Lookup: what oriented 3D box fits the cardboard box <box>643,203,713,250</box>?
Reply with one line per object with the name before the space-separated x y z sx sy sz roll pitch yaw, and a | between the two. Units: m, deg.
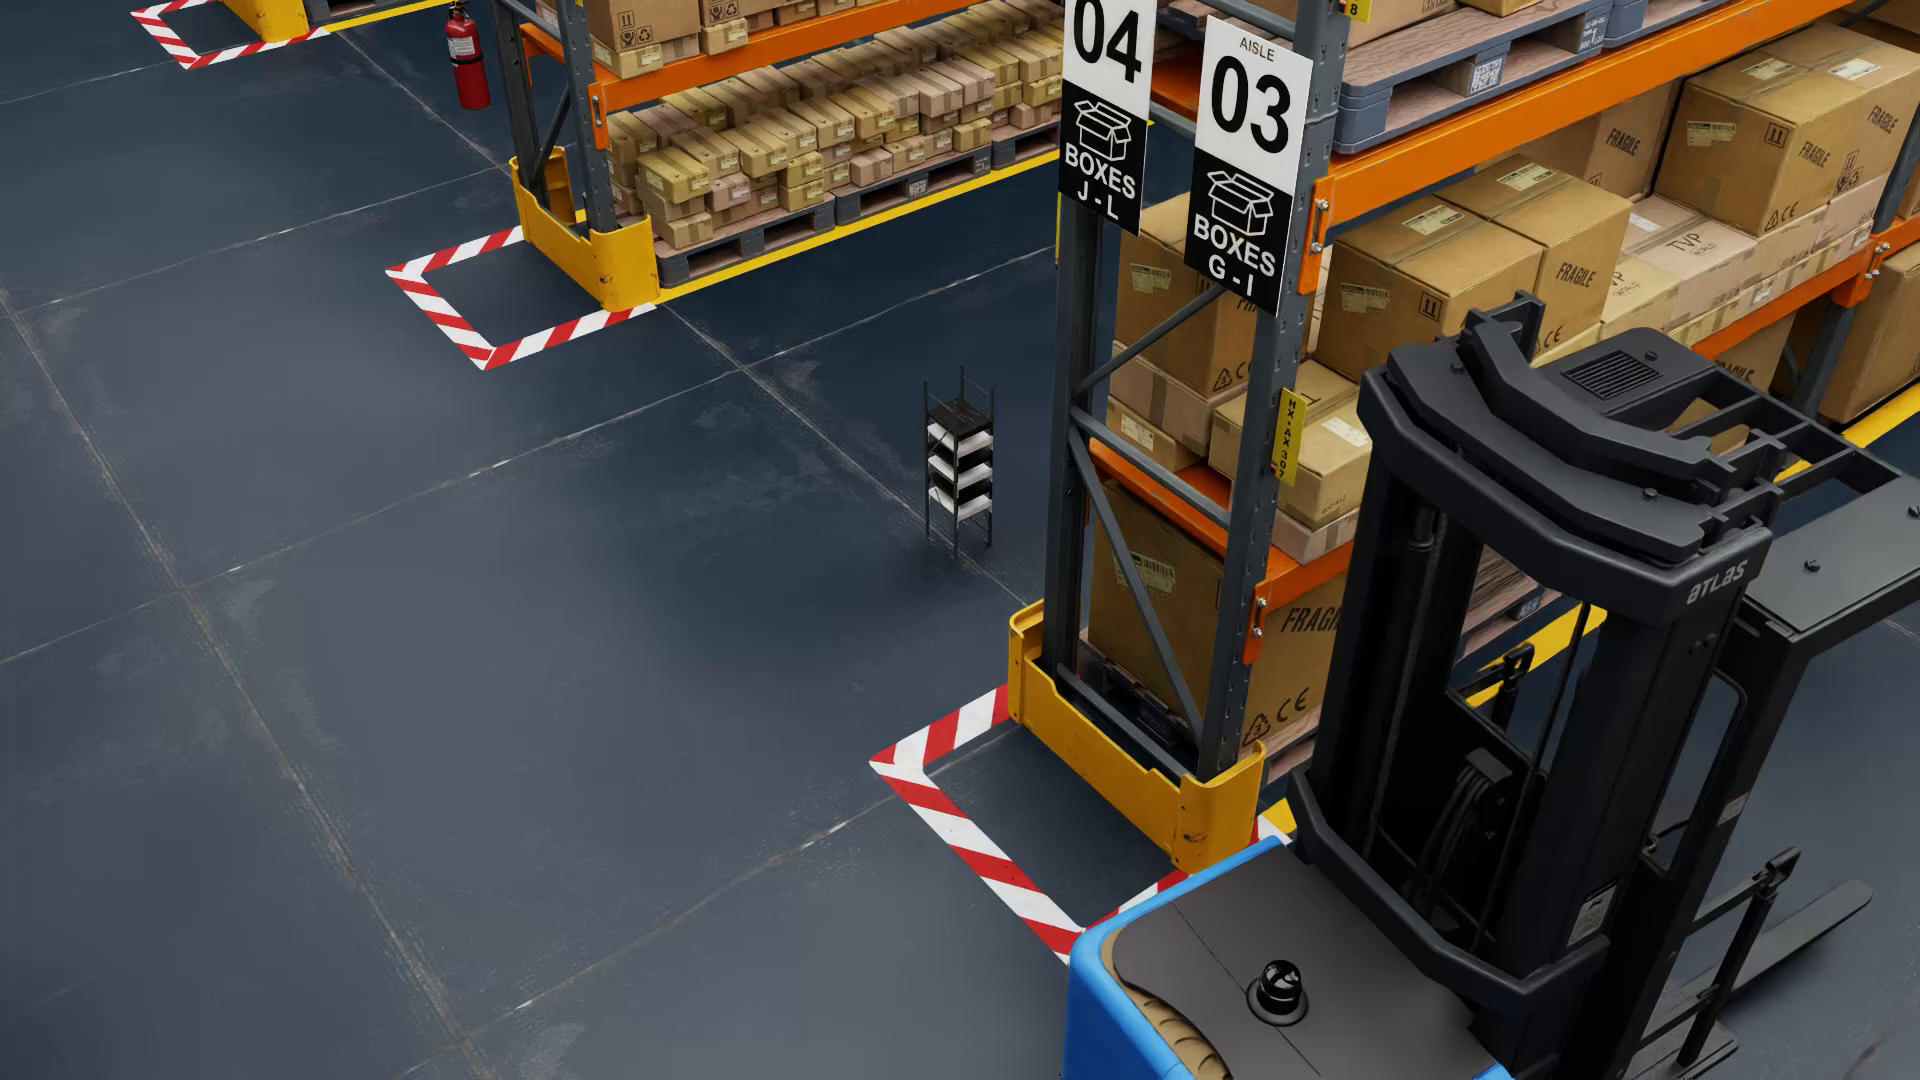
cardboard box | -1.647 -1.867 9.711 0.250 0.149 0.380 -25 46 -27

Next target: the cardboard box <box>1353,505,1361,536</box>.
cardboard box | 1.370 -0.206 5.968 0.250 0.149 0.380 -27 46 -29

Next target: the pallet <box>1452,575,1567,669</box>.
pallet | 2.238 0.029 7.682 1.213 0.211 1.003 -26 46 -28

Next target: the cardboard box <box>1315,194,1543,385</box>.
cardboard box | 1.626 -0.822 5.813 0.500 0.500 0.500 -27 47 -29

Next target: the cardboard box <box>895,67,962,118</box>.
cardboard box | -0.199 -2.792 10.370 0.250 0.149 0.380 -28 47 -30

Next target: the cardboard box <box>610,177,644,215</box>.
cardboard box | -1.967 -2.134 10.036 0.250 0.149 0.380 -25 46 -27

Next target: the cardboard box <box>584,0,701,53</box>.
cardboard box | -1.733 -2.954 8.806 0.500 0.500 0.500 -24 45 -26

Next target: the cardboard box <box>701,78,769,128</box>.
cardboard box | -1.386 -2.688 10.243 0.250 0.149 0.380 -28 47 -30

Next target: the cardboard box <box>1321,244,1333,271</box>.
cardboard box | 1.713 -1.003 6.624 0.500 0.250 0.500 -28 47 -29

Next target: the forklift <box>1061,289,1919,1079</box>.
forklift | 1.828 0.624 4.812 3.031 2.935 1.130 -21 44 -24

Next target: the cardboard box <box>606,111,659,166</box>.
cardboard box | -1.992 -2.388 9.877 0.250 0.149 0.380 -25 46 -28

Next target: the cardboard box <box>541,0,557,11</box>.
cardboard box | -2.058 -3.222 9.133 0.500 0.500 0.500 -25 46 -27

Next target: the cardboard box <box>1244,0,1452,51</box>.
cardboard box | 1.064 -1.859 4.931 0.500 0.500 0.700 -29 47 -31

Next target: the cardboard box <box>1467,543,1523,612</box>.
cardboard box | 1.865 -0.212 7.121 0.875 0.875 0.875 -26 46 -28

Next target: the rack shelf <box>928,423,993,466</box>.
rack shelf | -0.006 -0.458 7.501 0.200 0.077 0.258 -26 46 -28

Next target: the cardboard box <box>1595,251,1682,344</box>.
cardboard box | 2.449 -0.940 6.548 0.500 0.250 0.500 -27 46 -29

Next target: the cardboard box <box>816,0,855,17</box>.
cardboard box | -0.814 -3.168 9.578 0.250 0.149 0.380 -27 46 -29

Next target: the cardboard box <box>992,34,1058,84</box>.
cardboard box | 0.419 -3.115 10.763 0.250 0.149 0.380 -26 46 -28

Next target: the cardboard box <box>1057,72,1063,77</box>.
cardboard box | 0.651 -3.094 10.972 0.250 0.149 0.380 -28 47 -30

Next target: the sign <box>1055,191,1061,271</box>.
sign | 0.365 -1.050 5.698 0.005 0.325 0.100 -26 46 -28

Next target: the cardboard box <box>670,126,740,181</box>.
cardboard box | -1.490 -2.254 9.714 0.250 0.149 0.380 -25 46 -27

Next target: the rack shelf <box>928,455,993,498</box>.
rack shelf | -0.006 -0.319 7.615 0.200 0.077 0.258 -26 46 -28

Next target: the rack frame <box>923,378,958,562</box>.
rack frame | -0.087 -0.305 7.546 0.006 0.900 0.240 -26 46 -28

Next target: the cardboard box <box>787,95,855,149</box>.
cardboard box | -0.840 -2.527 10.047 0.250 0.149 0.380 -24 45 -27

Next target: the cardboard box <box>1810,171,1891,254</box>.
cardboard box | 3.666 -1.532 7.270 0.500 0.250 0.500 -27 46 -29

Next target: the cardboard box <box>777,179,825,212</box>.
cardboard box | -1.027 -2.153 10.059 0.250 0.149 0.380 -25 46 -28

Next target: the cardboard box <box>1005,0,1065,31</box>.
cardboard box | 0.515 -3.573 11.321 0.250 0.149 0.380 -24 45 -26

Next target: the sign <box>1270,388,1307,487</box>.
sign | 1.018 -0.316 5.159 0.005 0.325 0.100 -26 46 -28

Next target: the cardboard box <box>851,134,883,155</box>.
cardboard box | -0.682 -2.551 10.310 0.250 0.149 0.380 -24 45 -26

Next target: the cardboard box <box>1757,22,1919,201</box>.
cardboard box | 3.655 -1.813 7.021 0.500 0.500 0.500 -25 45 -27

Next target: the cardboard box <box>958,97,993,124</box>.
cardboard box | 0.001 -2.826 10.645 0.250 0.149 0.380 -25 45 -27

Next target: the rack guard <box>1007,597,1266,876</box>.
rack guard | 0.666 0.744 6.583 0.348 0.500 1.175 -26 46 -28

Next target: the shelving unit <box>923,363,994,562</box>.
shelving unit | -0.006 -0.345 7.594 0.210 0.900 0.258 -26 46 -28

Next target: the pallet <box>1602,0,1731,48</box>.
pallet | 2.235 -2.124 5.812 1.213 0.211 1.003 -26 46 -28

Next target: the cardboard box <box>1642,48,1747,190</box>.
cardboard box | 2.926 -1.882 7.105 0.500 0.500 0.500 -26 46 -28

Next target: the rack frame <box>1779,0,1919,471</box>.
rack frame | 3.856 -1.778 7.686 0.127 3.000 1.000 -26 46 -28

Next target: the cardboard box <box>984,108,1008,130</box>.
cardboard box | 0.101 -2.815 10.867 0.250 0.149 0.380 -27 47 -29

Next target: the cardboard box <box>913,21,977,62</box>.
cardboard box | -0.103 -3.261 10.942 0.250 0.149 0.380 -27 47 -29

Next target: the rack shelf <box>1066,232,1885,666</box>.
rack shelf | 2.271 -0.727 6.972 4.000 0.370 1.077 -26 46 -28

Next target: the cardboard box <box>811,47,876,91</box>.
cardboard box | -0.740 -2.982 10.601 0.250 0.149 0.380 -26 46 -28

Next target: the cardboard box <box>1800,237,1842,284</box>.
cardboard box | 3.610 -1.299 7.299 0.250 0.149 0.380 -25 46 -27

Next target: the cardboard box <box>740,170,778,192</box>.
cardboard box | -1.294 -2.231 9.920 0.250 0.149 0.380 -25 46 -28

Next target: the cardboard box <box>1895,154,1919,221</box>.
cardboard box | 4.373 -1.869 7.718 0.500 0.500 0.500 -26 46 -28

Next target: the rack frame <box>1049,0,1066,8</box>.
rack frame | 0.914 -4.311 10.774 0.127 3.000 1.000 -26 46 -28

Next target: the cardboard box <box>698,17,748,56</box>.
cardboard box | -1.378 -2.825 9.160 0.250 0.149 0.380 -27 47 -29

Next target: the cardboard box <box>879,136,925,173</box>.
cardboard box | -0.429 -2.472 10.448 0.250 0.149 0.380 -26 46 -28

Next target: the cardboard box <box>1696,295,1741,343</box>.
cardboard box | 2.998 -1.000 6.936 0.250 0.149 0.380 -25 46 -27

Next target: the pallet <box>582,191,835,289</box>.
pallet | -1.532 -2.013 10.171 1.213 0.211 1.003 -26 46 -28

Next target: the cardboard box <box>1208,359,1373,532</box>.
cardboard box | 1.230 -0.339 5.815 0.500 0.250 0.500 -27 47 -29

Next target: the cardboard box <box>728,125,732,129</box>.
cardboard box | -1.326 -2.542 10.299 0.250 0.149 0.380 -27 46 -29
